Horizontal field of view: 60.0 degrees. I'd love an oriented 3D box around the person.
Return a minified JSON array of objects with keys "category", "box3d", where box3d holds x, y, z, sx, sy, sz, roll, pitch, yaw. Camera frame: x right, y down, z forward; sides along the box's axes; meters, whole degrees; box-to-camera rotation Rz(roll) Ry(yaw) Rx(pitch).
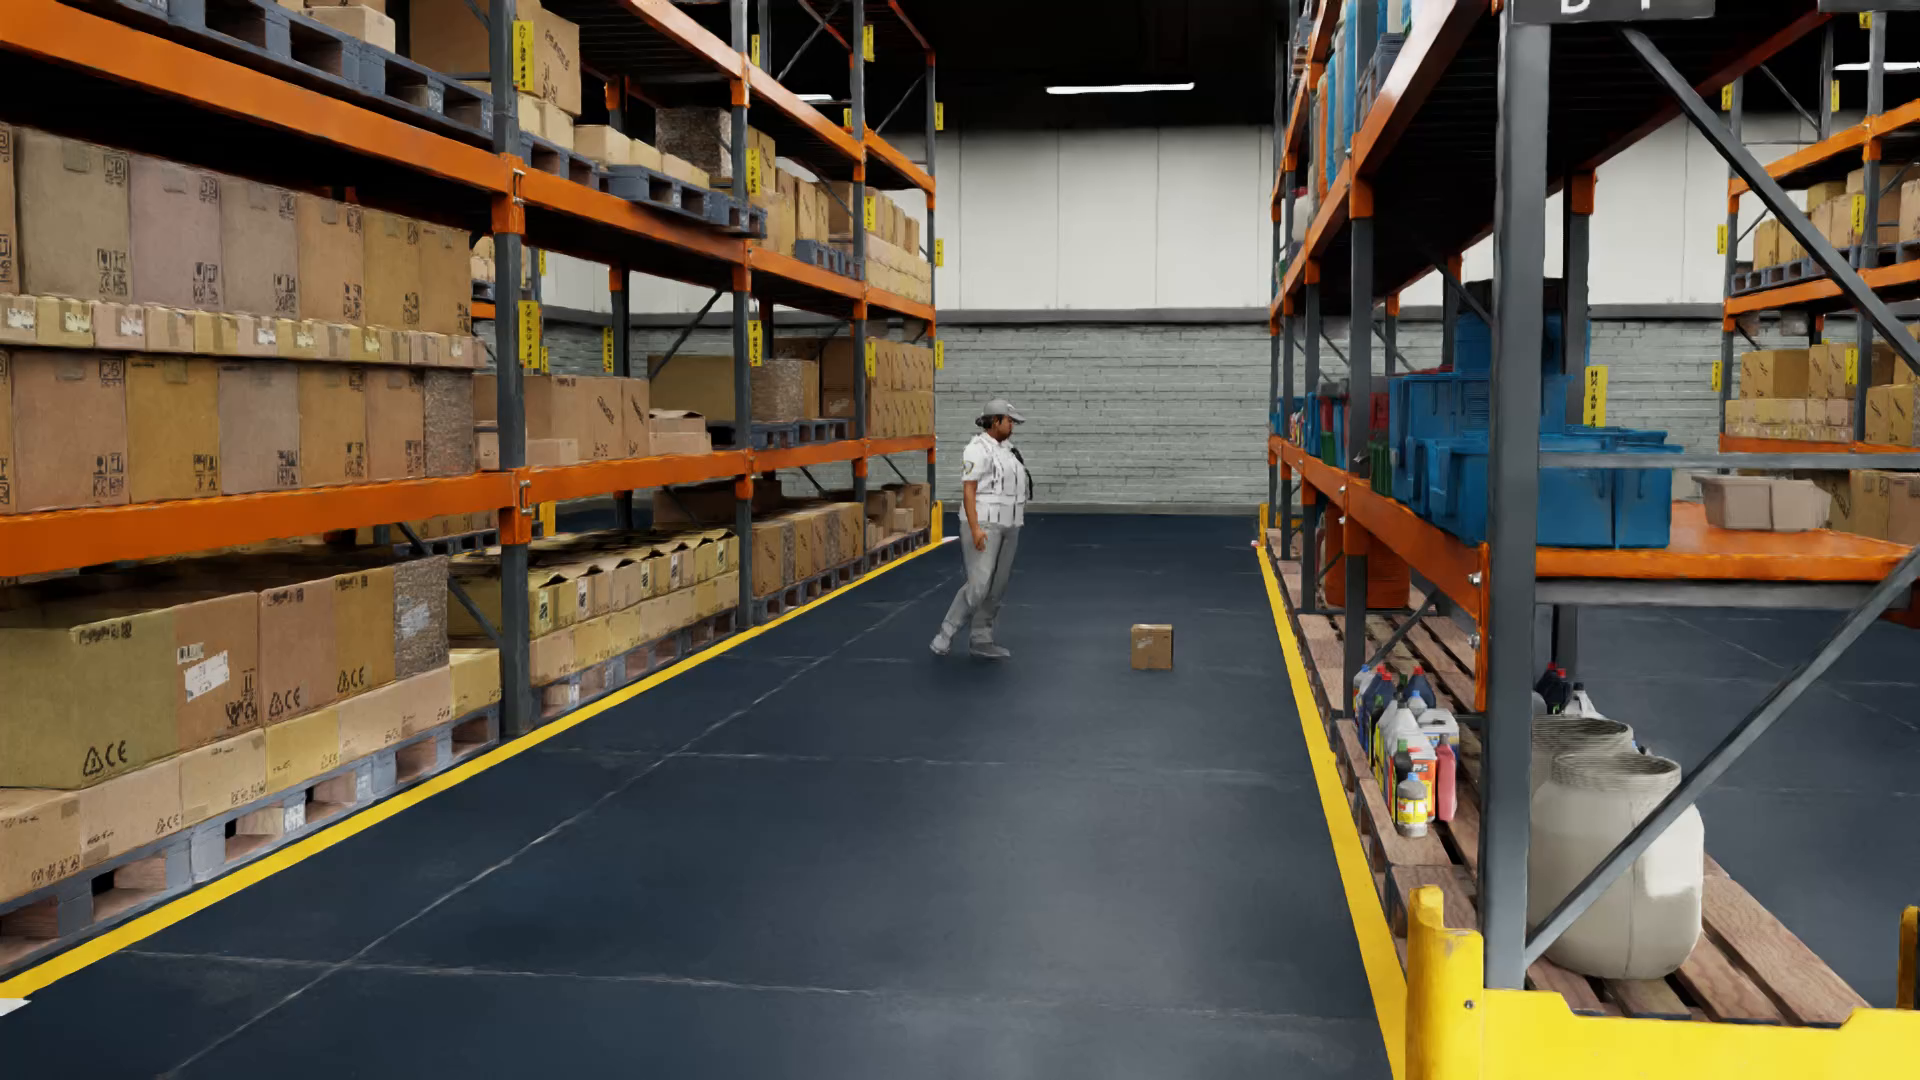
[{"category":"person","box3d":[0.128,-0.073,10.613,0.470,1.656,0.666,4,6,38]}]
